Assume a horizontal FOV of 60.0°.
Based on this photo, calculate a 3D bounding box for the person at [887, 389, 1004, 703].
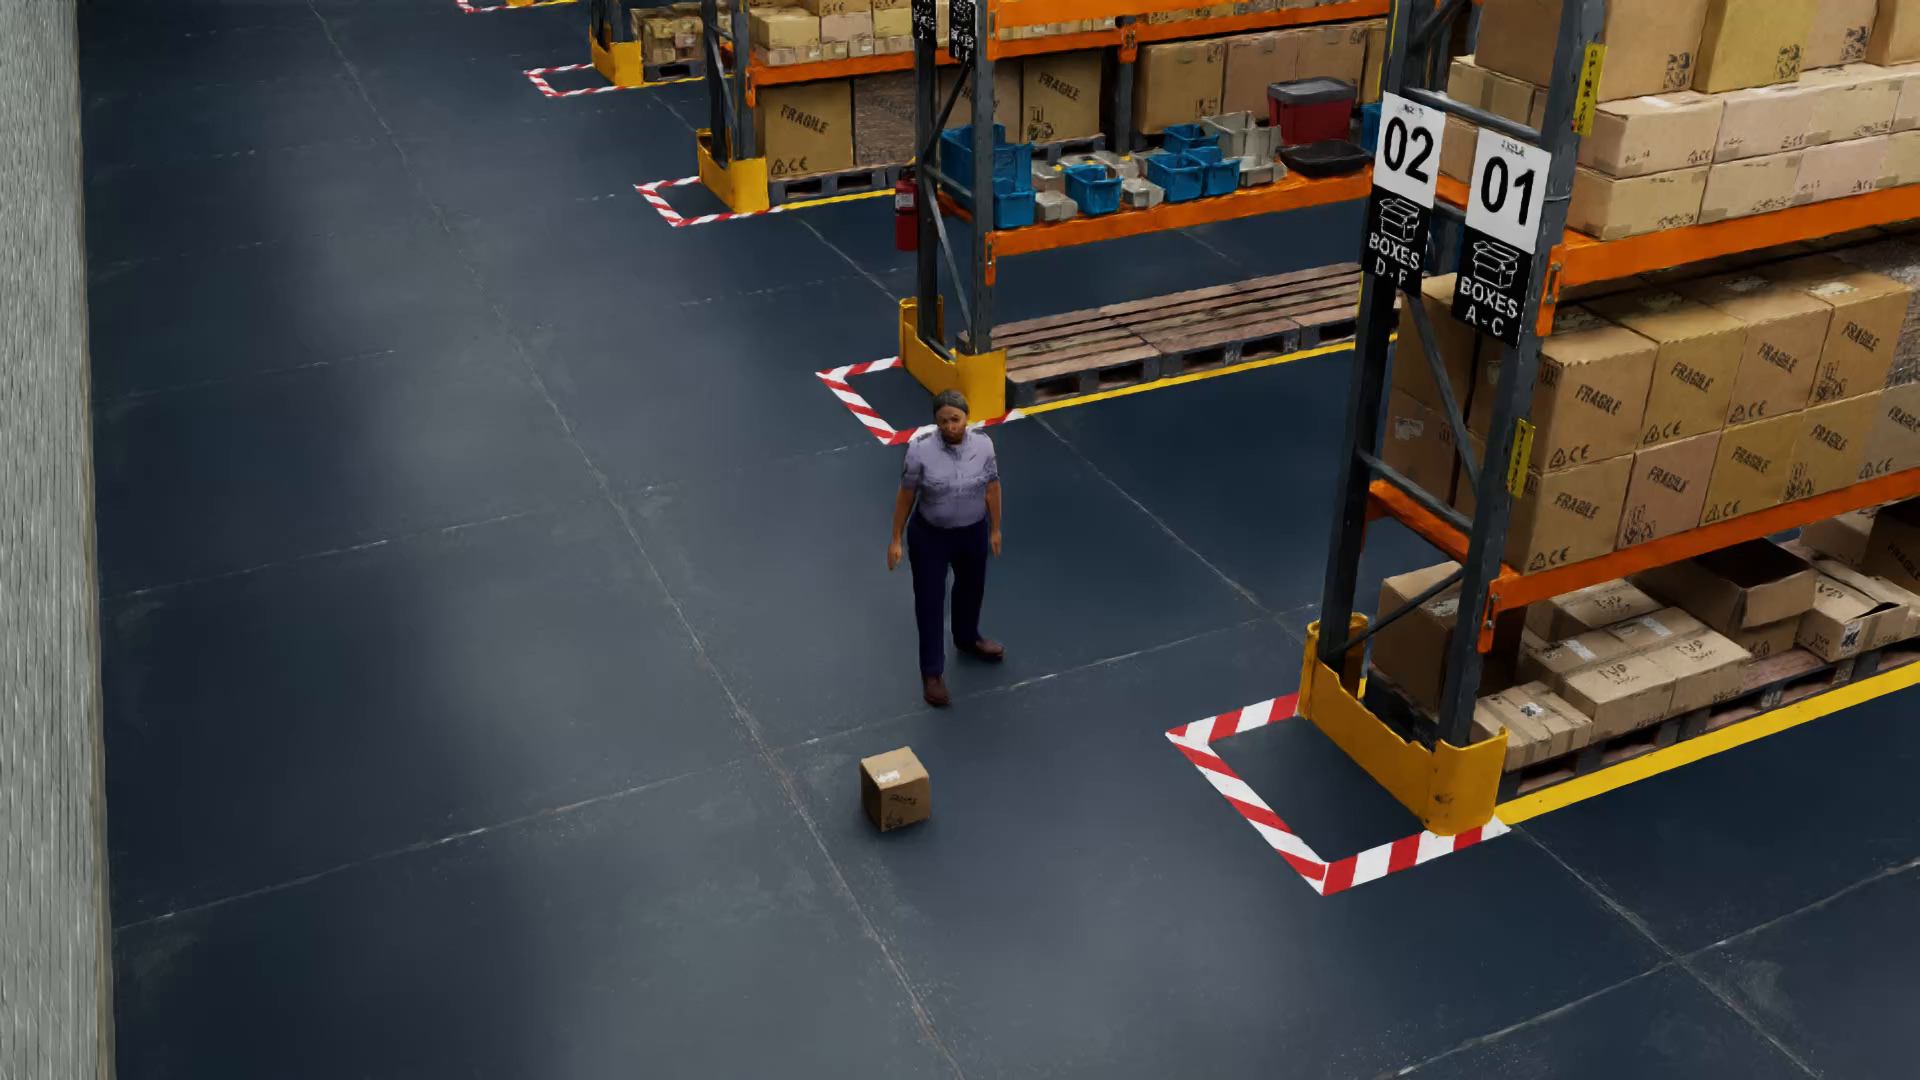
[{"bbox_3d":[-0.050,-0.004,8.439,0.664,1.638,0.566,-10,31,-16],"label":"person"}]
